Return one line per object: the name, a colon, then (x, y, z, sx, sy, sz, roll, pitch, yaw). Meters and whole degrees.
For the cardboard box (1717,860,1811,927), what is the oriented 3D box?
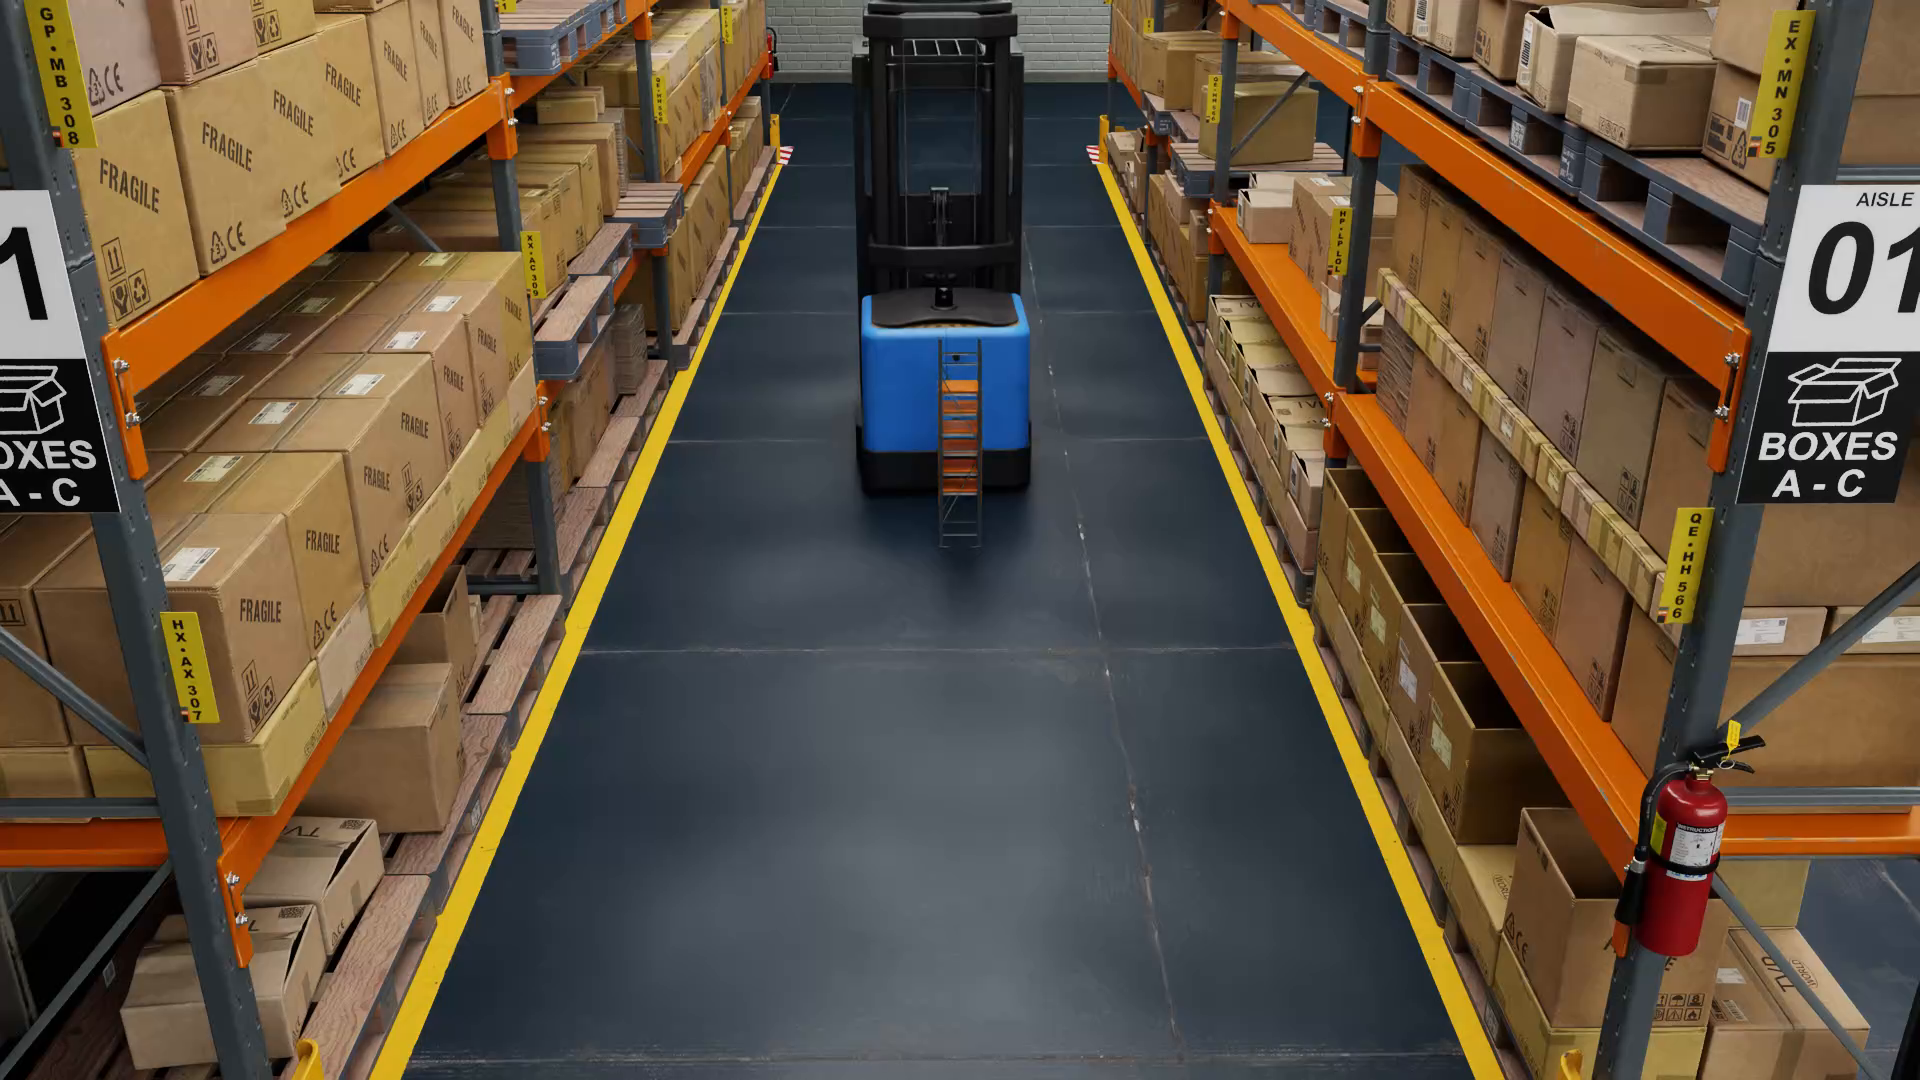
cardboard box: (2.615, 0.999, 5.819, 0.500, 0.500, 0.500, 0, 24, -1)

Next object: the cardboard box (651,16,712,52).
cardboard box: (-2.421, -4.344, 14.298, 0.500, 0.250, 0.500, 0, 24, 1)

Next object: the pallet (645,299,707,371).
pallet: (-2.568, -1.621, 13.077, 1.003, 0.211, 1.213, 0, 24, -1)

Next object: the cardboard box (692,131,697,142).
cardboard box: (-2.421, -3.447, 14.012, 0.380, 0.149, 0.250, -1, 24, -2)

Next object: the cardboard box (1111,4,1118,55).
cardboard box: (1.973, -5.748, 18.697, 0.500, 0.500, 0.500, 0, 24, 1)

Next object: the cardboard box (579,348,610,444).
cardboard box: (-2.651, -0.914, 10.629, 0.700, 0.500, 0.500, 0, 24, -1)

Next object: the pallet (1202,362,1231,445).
pallet: (2.289, -0.980, 11.660, 1.003, 0.211, 1.213, 0, 24, -1)

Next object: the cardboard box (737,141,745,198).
cardboard box: (-2.586, -3.782, 16.996, 0.700, 0.500, 0.500, 0, 24, -1)

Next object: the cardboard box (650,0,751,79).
cardboard box: (-2.688, -5.175, 17.188, 0.980, 0.700, 0.700, -1, 24, -3)

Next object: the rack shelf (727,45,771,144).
rack shelf: (-2.700, -4.710, 17.398, 1.077, 0.370, 4.000, 0, 24, -1)

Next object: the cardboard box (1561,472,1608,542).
cardboard box: (2.204, -0.108, 5.440, 0.380, 0.149, 0.250, 0, 24, 0)

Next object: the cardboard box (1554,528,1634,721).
cardboard box: (2.403, 0.252, 5.430, 0.700, 0.500, 0.500, 0, 24, 1)

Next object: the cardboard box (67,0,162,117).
cardboard box: (-2.309, -1.306, 3.999, 0.500, 0.500, 0.500, -2, 24, -4)

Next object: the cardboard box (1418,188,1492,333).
cardboard box: (2.381, -1.187, 7.039, 0.700, 0.500, 0.500, 0, 24, -1)

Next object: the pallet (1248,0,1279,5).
pallet: (2.416, -3.591, 10.639, 1.213, 0.211, 1.003, 1, 24, 2)

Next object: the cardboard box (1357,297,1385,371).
cardboard box: (2.314, -1.076, 8.671, 0.500, 0.250, 0.500, 1, 24, 3)

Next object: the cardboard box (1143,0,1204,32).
cardboard box: (2.011, -4.946, 15.712, 0.500, 0.500, 0.500, 0, 24, 0)

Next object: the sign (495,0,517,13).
sign: (-2.048, -2.526, 7.427, 0.100, 0.325, 0.005, 0, 24, -1)

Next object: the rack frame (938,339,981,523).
rack frame: (-0.001, -0.578, 9.573, 0.240, 1.200, 0.006, 0, 24, -1)

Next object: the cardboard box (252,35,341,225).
cardboard box: (-2.281, -1.265, 5.122, 0.500, 0.500, 0.500, 1, 24, 2)

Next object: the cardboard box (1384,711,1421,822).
cardboard box: (2.077, 0.931, 6.879, 0.500, 0.250, 0.500, 0, 24, -1)

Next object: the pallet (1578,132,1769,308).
pallet: (2.424, -0.911, 4.592, 1.003, 0.211, 1.213, 0, 24, -1)

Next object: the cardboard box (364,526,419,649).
cardboard box: (-2.254, 0.163, 5.906, 0.500, 0.250, 0.500, -1, 24, -1)

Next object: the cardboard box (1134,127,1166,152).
cardboard box: (2.250, -4.075, 17.616, 0.797, 0.503, 0.637, 0, 24, -1)

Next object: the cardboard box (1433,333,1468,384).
cardboard box: (2.184, -0.750, 6.860, 0.380, 0.149, 0.250, -1, 24, -2)

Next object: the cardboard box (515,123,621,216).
cardboard box: (-2.586, -2.388, 10.735, 0.700, 0.500, 0.500, -3, 24, -6)

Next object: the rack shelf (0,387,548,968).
rack shelf: (-2.569, 0.234, 6.465, 1.077, 0.370, 4.000, 0, 24, -1)

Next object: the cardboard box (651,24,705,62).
cardboard box: (-2.416, -4.134, 13.833, 0.500, 0.250, 0.500, 0, 24, 0)

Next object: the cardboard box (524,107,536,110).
cardboard box: (-2.903, -2.950, 12.125, 0.500, 0.500, 0.500, 0, 24, 0)

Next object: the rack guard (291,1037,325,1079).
rack guard: (-2.548, 1.838, 5.079, 1.175, 0.500, 0.348, 0, 24, -1)

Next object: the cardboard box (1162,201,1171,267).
cardboard box: (2.052, -2.673, 14.520, 0.500, 0.500, 0.500, 0, 24, 0)

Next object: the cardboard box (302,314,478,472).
cardboard box: (-2.270, -0.593, 6.670, 0.500, 0.500, 0.500, -1, 24, -2)

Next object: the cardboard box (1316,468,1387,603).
cardboard box: (2.055, -0.029, 8.092, 0.500, 0.500, 0.500, 0, 24, -1)

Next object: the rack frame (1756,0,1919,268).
rack frame: (2.406, -2.027, 3.311, 1.000, 3.000, 0.127, 0, 24, -1)

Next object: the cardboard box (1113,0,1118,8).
cardboard box: (1.973, -6.203, 18.491, 0.500, 0.500, 0.500, 0, 24, 1)

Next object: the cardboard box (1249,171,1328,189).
cardboard box: (2.279, -2.399, 11.522, 0.500, 0.311, 0.500, 1, 24, 3)

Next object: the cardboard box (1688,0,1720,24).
cardboard box: (2.661, -1.646, 5.309, 0.500, 0.500, 0.500, 0, 24, -1)

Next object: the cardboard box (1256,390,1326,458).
cardboard box: (2.056, -0.721, 9.851, 0.500, 0.311, 0.500, 0, 24, -1)

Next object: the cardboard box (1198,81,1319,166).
cardboard box: (2.199, -3.086, 12.301, 0.700, 0.500, 0.500, -9, 26, -18)

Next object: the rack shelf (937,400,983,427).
rack shelf: (0.000, -0.719, 9.409, 0.258, 0.103, 0.180, 0, 24, -1)

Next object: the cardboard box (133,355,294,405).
cardboard box: (-2.776, -0.373, 6.183, 0.500, 0.500, 0.500, 0, 24, 0)

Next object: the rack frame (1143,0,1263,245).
rack frame: (2.275, -4.238, 15.480, 1.000, 3.000, 0.127, 0, 24, -1)

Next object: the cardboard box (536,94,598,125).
cardboard box: (-2.582, -2.833, 10.931, 0.380, 0.149, 0.250, -4, 25, -9)

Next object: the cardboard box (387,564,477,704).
cardboard box: (-2.539, 0.448, 7.618, 0.500, 0.500, 0.500, -2, 24, -5)

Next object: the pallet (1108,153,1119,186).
pallet: (2.242, -4.256, 18.904, 1.003, 0.211, 1.213, 0, 24, -1)

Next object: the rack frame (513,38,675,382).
rack frame: (-2.634, -2.566, 11.783, 1.000, 3.000, 0.127, 0, 24, -1)

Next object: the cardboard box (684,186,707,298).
cardboard box: (-2.514, -2.442, 13.609, 0.750, 0.750, 0.750, 0, 24, -1)

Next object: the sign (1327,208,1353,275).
sign: (1.820, -1.426, 7.955, 0.100, 0.325, 0.005, 0, 24, -1)

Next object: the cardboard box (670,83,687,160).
cardboard box: (-2.380, -3.173, 12.620, 0.500, 0.500, 0.500, 1, 24, 1)

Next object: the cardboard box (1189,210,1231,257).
cardboard box: (2.069, -2.400, 13.007, 0.500, 0.250, 0.500, 1, 24, 1)

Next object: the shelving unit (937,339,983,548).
shelving unit: (0.000, -0.541, 9.490, 0.258, 1.200, 0.189, 0, 24, -1)

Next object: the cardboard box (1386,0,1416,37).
cardboard box: (2.104, -2.400, 6.976, 0.500, 0.500, 0.500, 2, 24, 4)

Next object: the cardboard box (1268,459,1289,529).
cardboard box: (2.064, -0.258, 9.507, 0.500, 0.250, 0.500, -1, 24, -1)

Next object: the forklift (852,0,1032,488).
forklift: (-0.151, -2.222, 11.105, 1.130, 2.935, 3.031, -1, 24, -2)

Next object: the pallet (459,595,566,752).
pallet: (-2.548, 0.629, 8.102, 1.003, 0.211, 1.213, 0, 24, -1)
